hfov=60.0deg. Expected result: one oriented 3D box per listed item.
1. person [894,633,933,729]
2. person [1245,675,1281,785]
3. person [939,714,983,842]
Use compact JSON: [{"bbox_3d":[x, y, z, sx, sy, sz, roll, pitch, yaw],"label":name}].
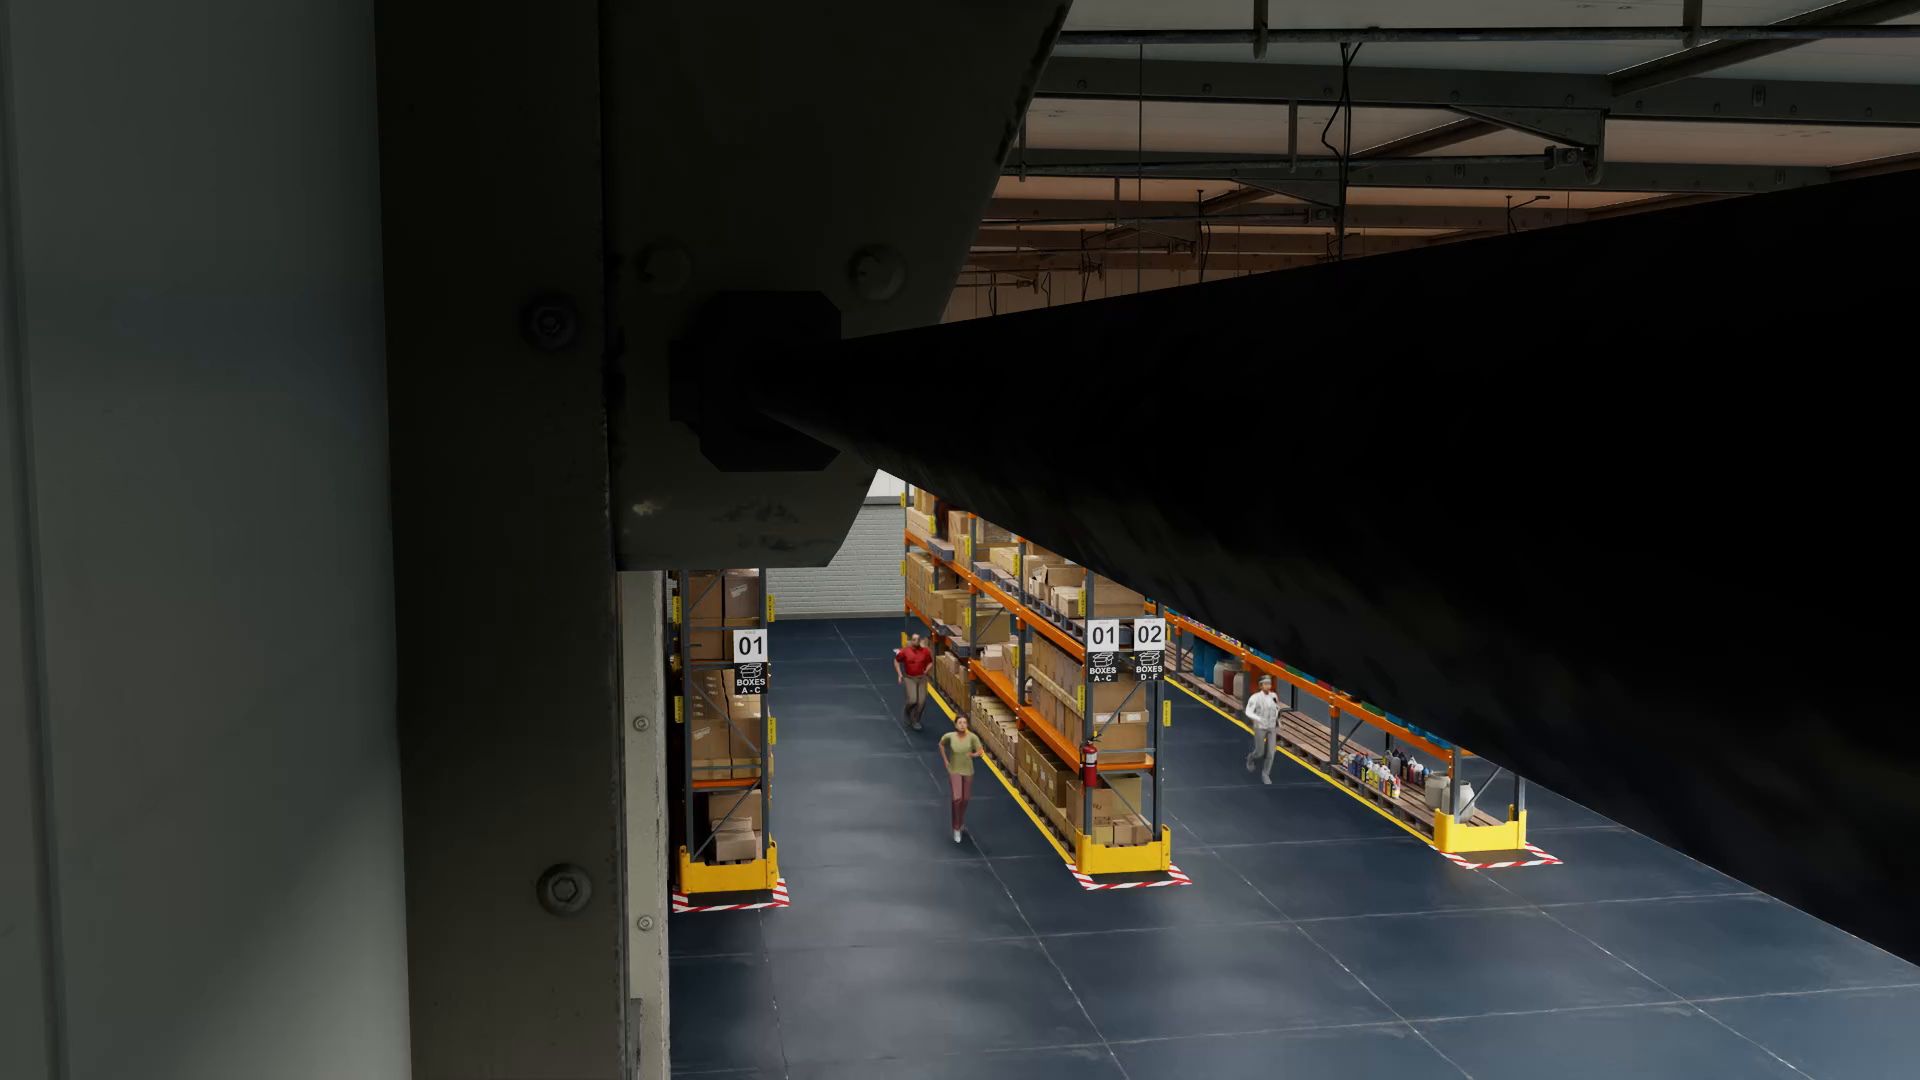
[{"bbox_3d":[-0.768,2.477,29.022,0.658,1.683,0.602,-2,6,-16],"label":"person"},{"bbox_3d":[4.647,2.869,25.446,0.619,1.657,0.684,-2,6,-15],"label":"person"},{"bbox_3d":[0.018,3.183,22.528,0.556,1.708,0.787,-1,6,-12],"label":"person"}]
